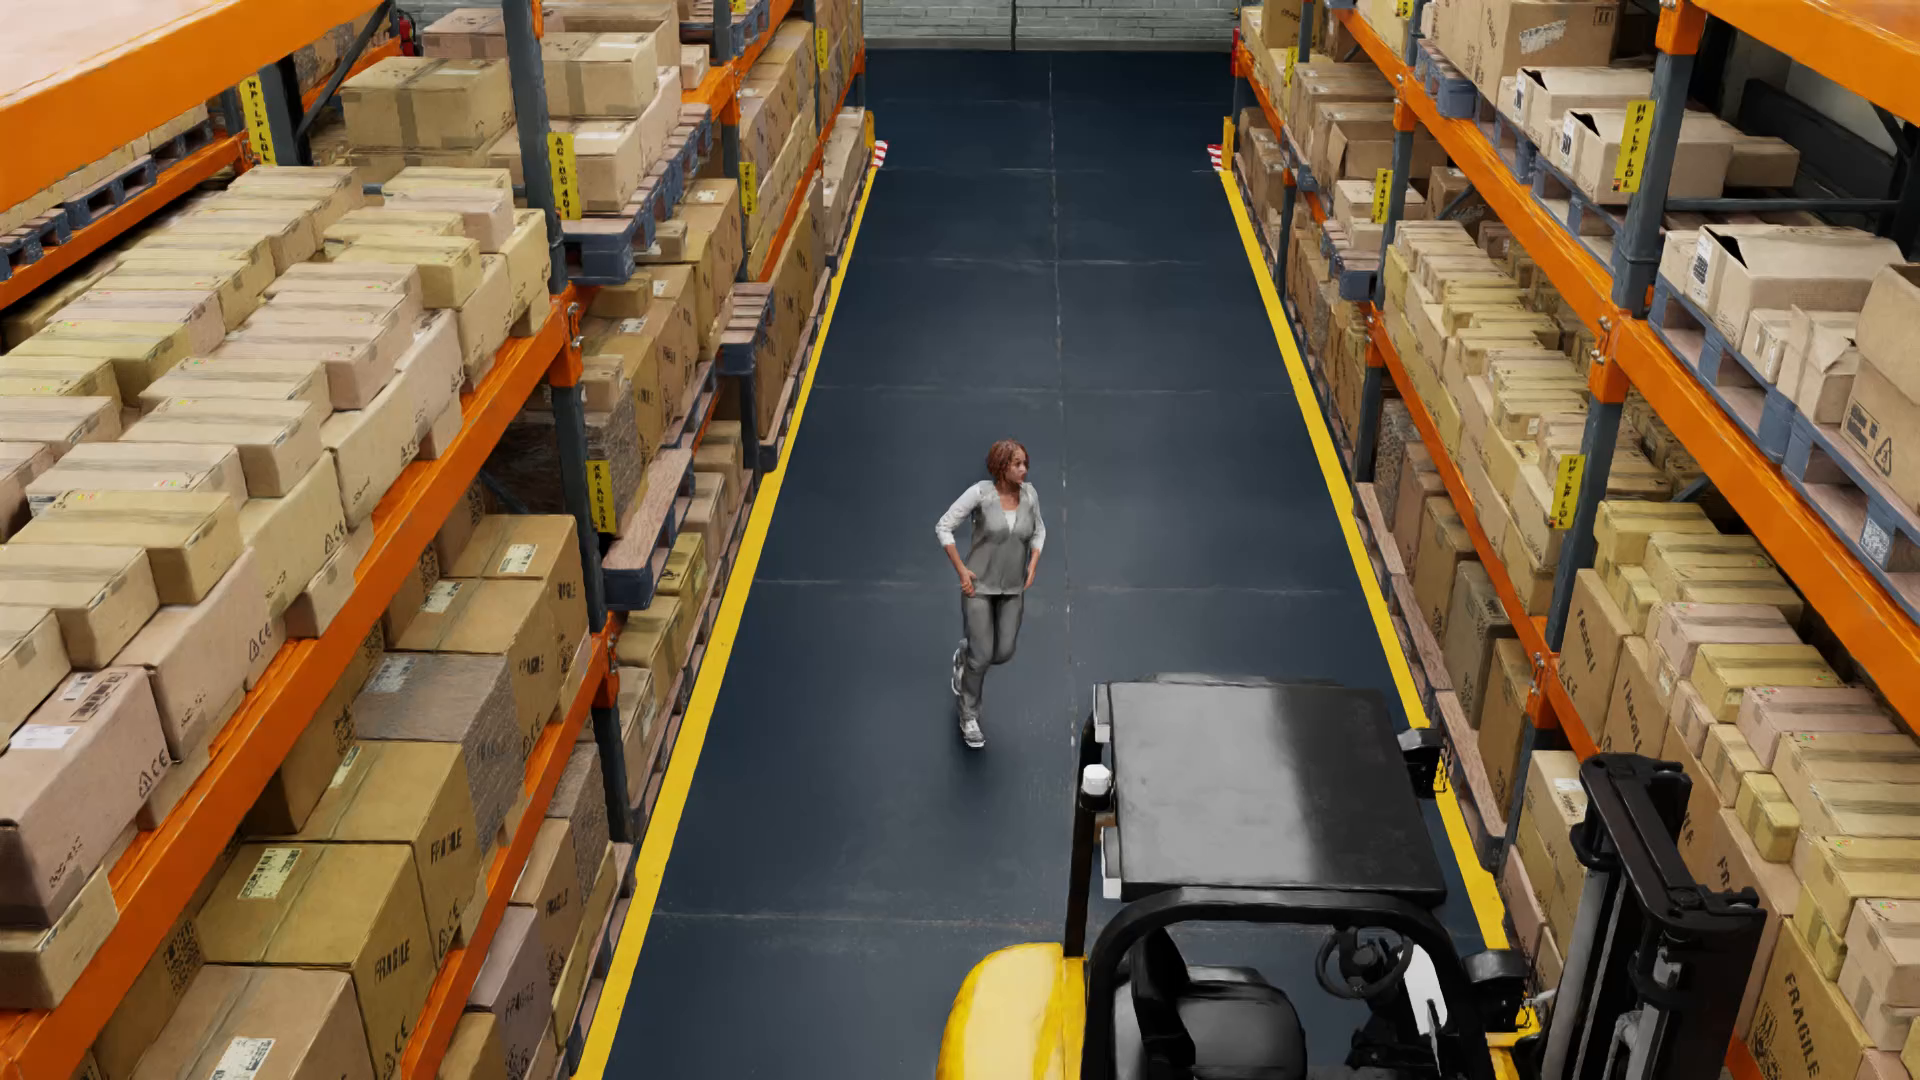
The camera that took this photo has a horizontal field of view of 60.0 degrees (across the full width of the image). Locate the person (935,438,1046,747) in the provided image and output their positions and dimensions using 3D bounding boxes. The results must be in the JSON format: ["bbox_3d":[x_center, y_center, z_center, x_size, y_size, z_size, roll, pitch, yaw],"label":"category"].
[{"bbox_3d":[0.187,0.232,8.471,0.582,1.543,0.604,-10,30,-17],"label":"person"}]
